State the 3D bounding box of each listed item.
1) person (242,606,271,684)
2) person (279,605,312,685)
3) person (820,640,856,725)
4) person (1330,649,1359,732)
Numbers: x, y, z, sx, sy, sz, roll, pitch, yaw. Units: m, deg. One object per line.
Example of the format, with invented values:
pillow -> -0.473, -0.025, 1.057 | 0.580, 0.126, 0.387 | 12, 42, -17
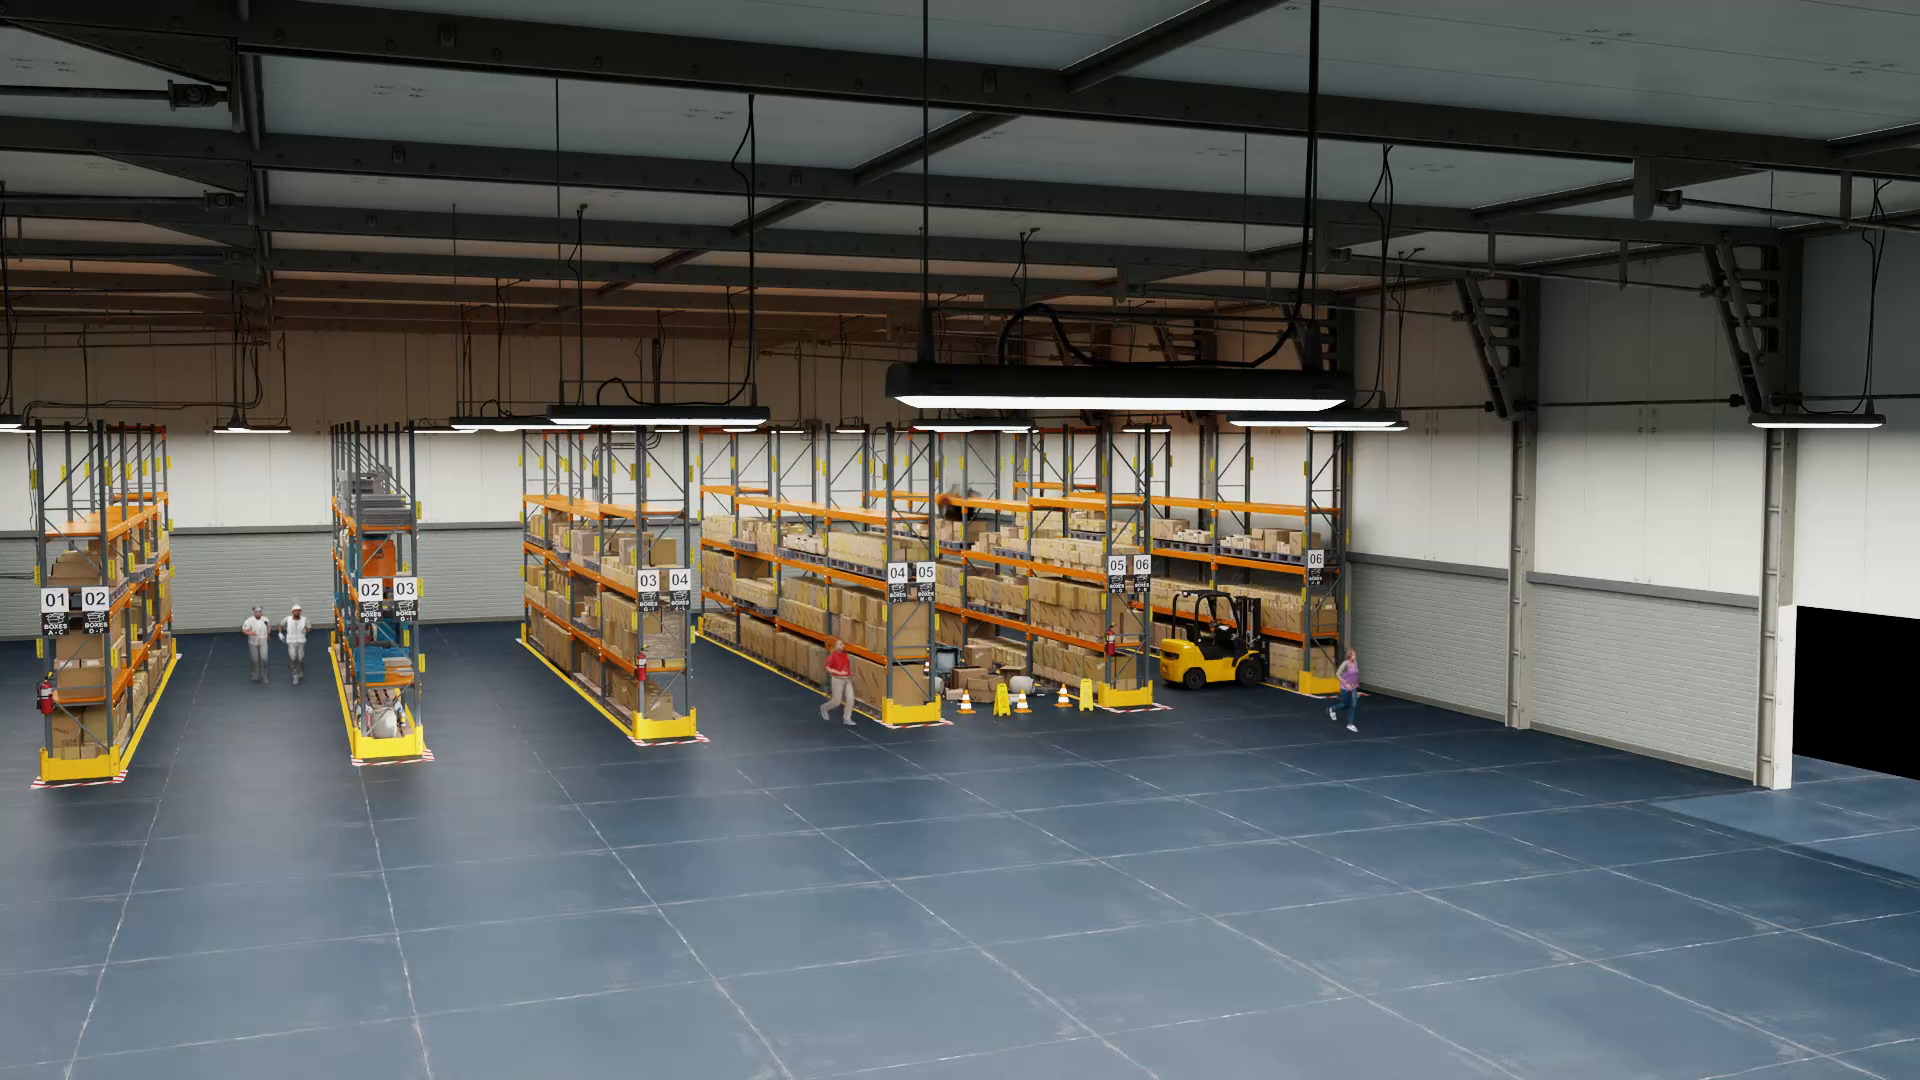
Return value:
person -> -16.342, 2.429, 38.674 | 0.644, 1.839, 0.819 | -2, 4, -30
person -> -15.451, 2.418, 38.720 | 0.691, 1.805, 0.906 | -2, 4, -29
person -> -2.387, 2.820, 32.998 | 0.806, 1.680, 0.683 | 3, 5, 39
person -> 7.554, 2.918, 32.543 | 0.550, 1.583, 0.753 | -2, 4, -35
